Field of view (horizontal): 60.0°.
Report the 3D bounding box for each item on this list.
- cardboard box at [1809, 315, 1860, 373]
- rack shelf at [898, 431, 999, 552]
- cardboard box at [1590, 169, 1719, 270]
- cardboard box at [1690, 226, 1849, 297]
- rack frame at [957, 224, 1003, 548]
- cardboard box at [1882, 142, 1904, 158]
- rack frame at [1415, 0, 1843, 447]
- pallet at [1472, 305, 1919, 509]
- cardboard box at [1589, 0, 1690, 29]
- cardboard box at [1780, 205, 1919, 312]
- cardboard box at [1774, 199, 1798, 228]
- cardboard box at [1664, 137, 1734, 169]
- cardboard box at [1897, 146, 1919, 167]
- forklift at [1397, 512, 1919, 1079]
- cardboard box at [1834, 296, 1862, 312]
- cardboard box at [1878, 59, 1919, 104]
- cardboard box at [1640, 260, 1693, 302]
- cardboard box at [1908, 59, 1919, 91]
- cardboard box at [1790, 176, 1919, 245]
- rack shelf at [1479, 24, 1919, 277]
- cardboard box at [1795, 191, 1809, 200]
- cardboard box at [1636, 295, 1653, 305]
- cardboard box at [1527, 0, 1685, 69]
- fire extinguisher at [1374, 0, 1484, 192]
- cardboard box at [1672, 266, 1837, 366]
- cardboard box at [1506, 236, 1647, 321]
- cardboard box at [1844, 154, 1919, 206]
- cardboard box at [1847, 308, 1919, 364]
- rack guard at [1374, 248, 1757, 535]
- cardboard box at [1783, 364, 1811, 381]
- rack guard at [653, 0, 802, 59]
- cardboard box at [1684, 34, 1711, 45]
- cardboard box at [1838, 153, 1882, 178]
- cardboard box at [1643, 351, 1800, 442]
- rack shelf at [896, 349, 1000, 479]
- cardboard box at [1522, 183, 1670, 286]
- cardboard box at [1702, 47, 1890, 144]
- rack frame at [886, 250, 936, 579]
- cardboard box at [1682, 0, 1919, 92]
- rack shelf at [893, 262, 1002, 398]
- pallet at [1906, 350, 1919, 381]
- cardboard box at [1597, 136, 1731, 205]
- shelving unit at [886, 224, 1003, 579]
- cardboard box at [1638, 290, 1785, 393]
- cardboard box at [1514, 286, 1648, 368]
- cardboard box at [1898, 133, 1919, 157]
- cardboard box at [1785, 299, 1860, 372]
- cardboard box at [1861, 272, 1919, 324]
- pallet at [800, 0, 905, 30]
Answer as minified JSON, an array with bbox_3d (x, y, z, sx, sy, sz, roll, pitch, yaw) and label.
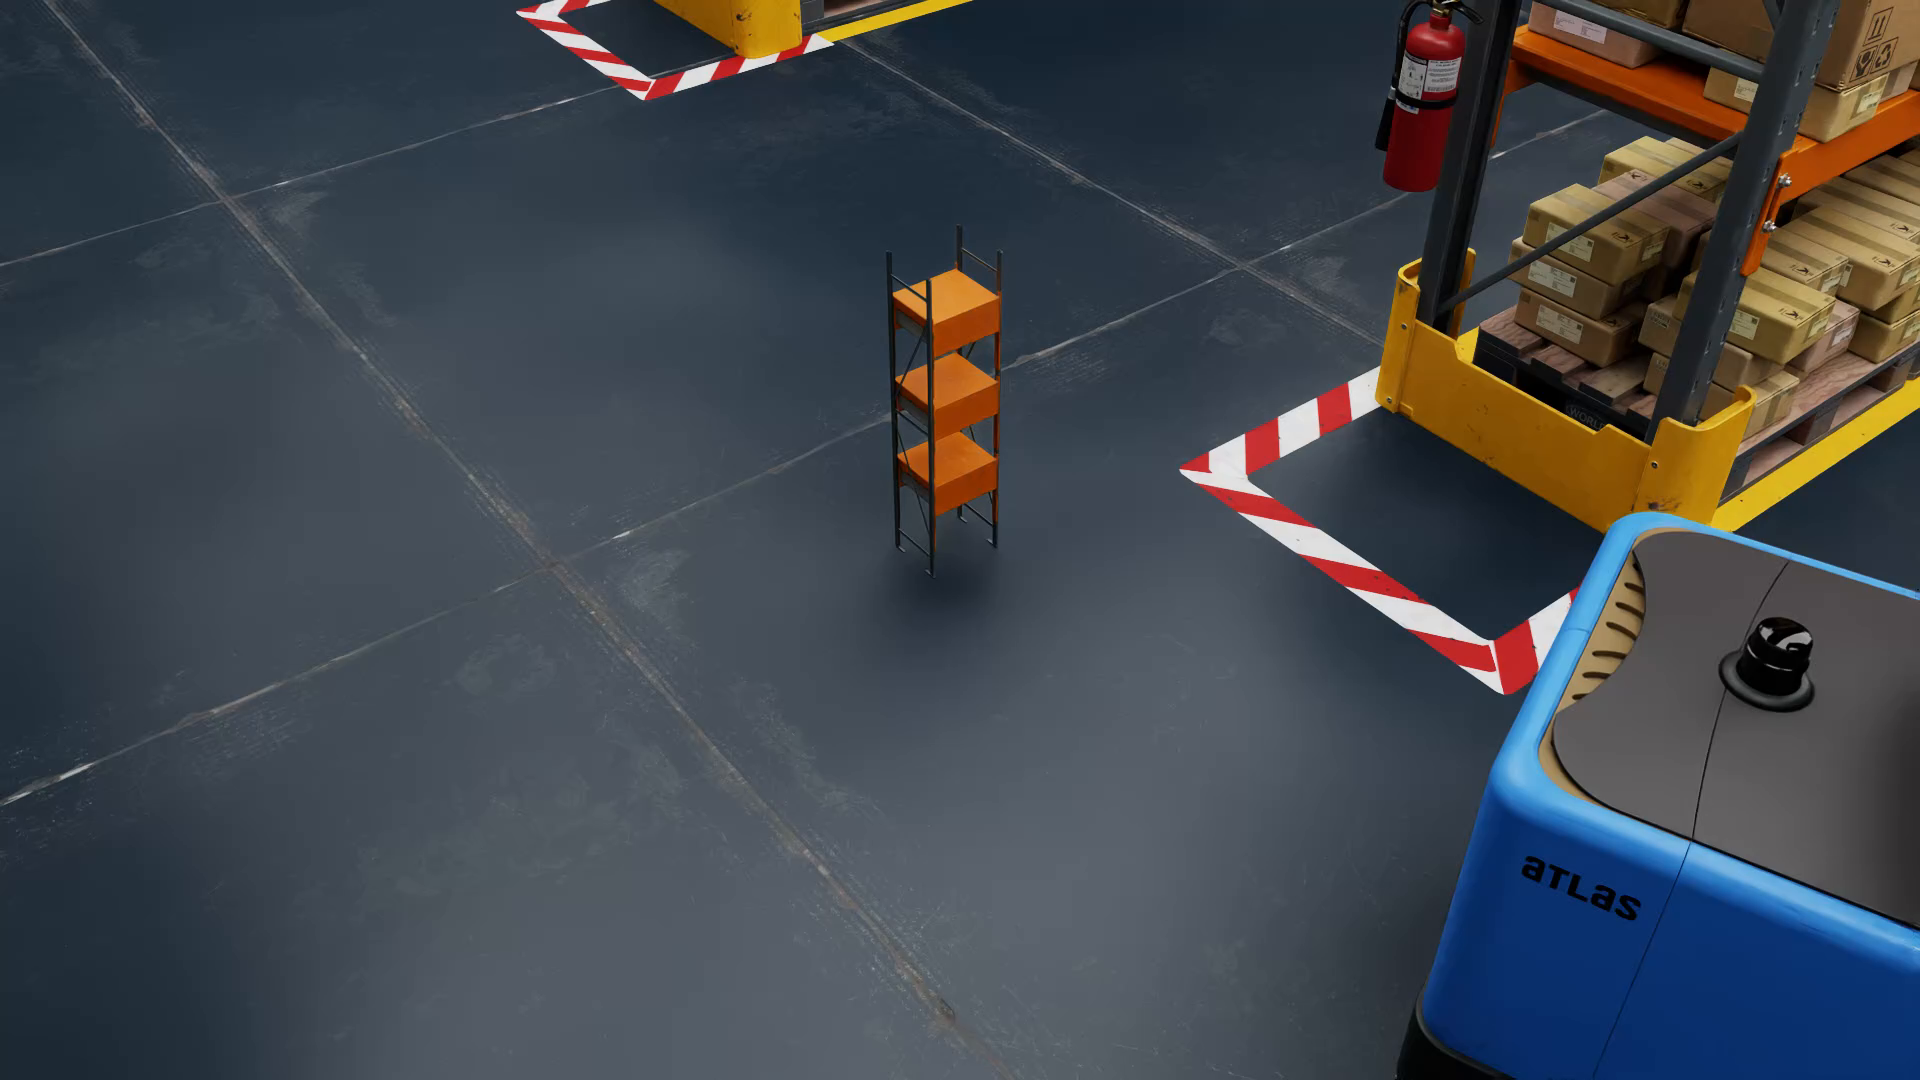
[{"bbox_3d":[2.828,-0.751,5.717,0.250,0.149,0.380,-25,46,-28],"label":"cardboard box"},{"bbox_3d":[-0.042,-0.162,5.075,0.240,0.259,0.215,-26,46,-28],"label":"rack shelf"},{"bbox_3d":[2.366,-1.098,5.670,0.250,0.149,0.380,-25,46,-27],"label":"cardboard box"},{"bbox_3d":[2.635,-0.896,5.425,0.250,0.149,0.380,-25,46,-27],"label":"cardboard box"},{"bbox_3d":[0.054,-0.432,4.949,0.008,1.050,0.200,-26,46,-28],"label":"rack frame"},{"bbox_3d":[3.552,-1.631,6.555,0.250,0.149,0.380,-26,46,-28],"label":"cardboard box"},{"bbox_3d":[1.867,-1.407,4.600,0.127,3.000,1.000,-26,46,-28],"label":"rack frame"},{"bbox_3d":[2.593,-0.655,5.882,1.213,0.211,1.003,-26,46,-28],"label":"pallet"},{"bbox_3d":[2.066,-1.864,4.844,0.500,0.500,0.500,-25,46,-27],"label":"cardboard box"},{"bbox_3d":[2.912,-0.929,5.465,0.250,0.149,0.380,-26,46,-28],"label":"cardboard box"},{"bbox_3d":[2.798,-1.184,6.010,0.250,0.149,0.380,-27,46,-29],"label":"cardboard box"},{"bbox_3d":[2.738,-1.330,5.954,0.250,0.149,0.380,-28,47,-30],"label":"cardboard box"},{"bbox_3d":[3.521,-1.248,5.853,0.250,0.149,0.380,-25,46,-27],"label":"cardboard box"},{"bbox_3d":[2.493,0.359,2.501,3.031,2.935,1.130,21,44,24],"label":"forklift"},{"bbox_3d":[2.830,-0.872,5.630,0.250,0.149,0.380,-25,46,-28],"label":"cardboard box"},{"bbox_3d":[2.500,-1.390,4.777,0.250,0.149,0.380,-24,45,-27],"label":"cardboard box"},{"bbox_3d":[2.352,-1.004,5.791,0.250,0.149,0.380,-27,47,-29],"label":"cardboard box"},{"bbox_3d":[2.746,-1.467,4.871,0.250,0.149,0.380,-27,47,-29],"label":"cardboard box"},{"bbox_3d":[3.059,-1.066,5.633,0.250,0.149,0.380,-28,47,-30],"label":"cardboard box"},{"bbox_3d":[3.453,-1.902,5.771,4.000,0.370,1.077,-26,46,-28],"label":"rack shelf"},{"bbox_3d":[2.925,-1.338,6.198,0.250,0.149,0.380,-25,46,-27],"label":"cardboard box"},{"bbox_3d":[2.299,-0.926,5.930,0.250,0.149,0.380,-25,45,-27],"label":"cardboard box"},{"bbox_3d":[1.953,-1.578,5.007,0.250,0.149,0.380,-26,46,-28],"label":"cardboard box"},{"bbox_3d":[1.386,-1.368,4.907,0.183,0.674,0.296,-26,46,-28],"label":"fire extinguisher"},{"bbox_3d":[2.489,-0.729,5.221,0.250,0.149,0.380,-28,47,-30],"label":"cardboard box"},{"bbox_3d":[2.111,-0.930,5.701,0.250,0.149,0.380,-27,47,-29],"label":"cardboard box"},{"bbox_3d":[3.284,-1.169,5.757,0.250,0.149,0.380,-24,45,-27],"label":"cardboard box"},{"bbox_3d":[3.097,-0.794,5.770,0.250,0.149,0.380,-25,46,-28],"label":"cardboard box"},{"bbox_3d":[1.927,-0.470,5.429,0.348,0.500,1.175,-26,46,-28],"label":"rack guard"},{"bbox_3d":[2.635,-0.651,5.595,0.250,0.149,0.380,-26,46,-28],"label":"cardboard box"},{"bbox_3d":[-1.249,-2.882,8.369,0.348,0.500,1.175,-26,46,-28],"label":"rack guard"},{"bbox_3d":[2.173,-1.655,5.101,0.250,0.149,0.380,-26,46,-28],"label":"cardboard box"},{"bbox_3d":[3.194,-1.508,6.170,0.250,0.149,0.380,-28,47,-29],"label":"cardboard box"},{"bbox_3d":[2.477,-0.509,5.422,0.250,0.149,0.380,-25,46,-27],"label":"cardboard box"},{"bbox_3d":[-0.042,-0.377,4.899,0.240,0.259,0.215,-26,46,-28],"label":"rack shelf"},{"bbox_3d":[2.132,-1.029,5.587,0.250,0.149,0.380,-25,46,-28],"label":"cardboard box"},{"bbox_3d":[2.323,-1.270,4.632,0.250,0.149,0.380,-26,46,-28],"label":"cardboard box"},{"bbox_3d":[-0.139,-0.338,4.834,0.008,1.050,0.200,-26,46,-28],"label":"rack frame"},{"bbox_3d":[2.391,-1.595,4.516,0.500,0.500,0.500,-24,45,-26],"label":"cardboard box"},{"bbox_3d":[-0.042,-0.596,4.719,0.240,0.259,0.215,-26,46,-28],"label":"rack shelf"},{"bbox_3d":[3.559,-1.123,6.453,1.213,0.211,1.003,-26,46,-28],"label":"pallet"},{"bbox_3d":[2.494,-1.262,5.870,0.250,0.149,0.380,-27,46,-29],"label":"cardboard box"},{"bbox_3d":[-0.042,-0.385,4.892,0.252,1.050,0.215,-26,46,-28],"label":"shelving unit"},{"bbox_3d":[2.439,-0.656,5.366,0.250,0.149,0.380,-24,45,-26],"label":"cardboard box"},{"bbox_3d":[2.157,-0.776,5.747,0.250,0.149,0.380,-25,46,-27],"label":"cardboard box"},{"bbox_3d":[3.662,-1.393,6.030,0.250,0.149,0.380,-26,46,-28],"label":"cardboard box"},{"bbox_3d":[2.690,-0.733,5.461,0.250,0.149,0.380,-26,46,-28],"label":"cardboard box"},{"bbox_3d":[3.100,-0.917,5.685,0.250,0.149,0.380,-25,45,-27],"label":"cardboard box"},{"bbox_3d":[-0.643,-3.128,8.896,1.213,0.211,1.003,-26,46,-28],"label":"pallet"}]
